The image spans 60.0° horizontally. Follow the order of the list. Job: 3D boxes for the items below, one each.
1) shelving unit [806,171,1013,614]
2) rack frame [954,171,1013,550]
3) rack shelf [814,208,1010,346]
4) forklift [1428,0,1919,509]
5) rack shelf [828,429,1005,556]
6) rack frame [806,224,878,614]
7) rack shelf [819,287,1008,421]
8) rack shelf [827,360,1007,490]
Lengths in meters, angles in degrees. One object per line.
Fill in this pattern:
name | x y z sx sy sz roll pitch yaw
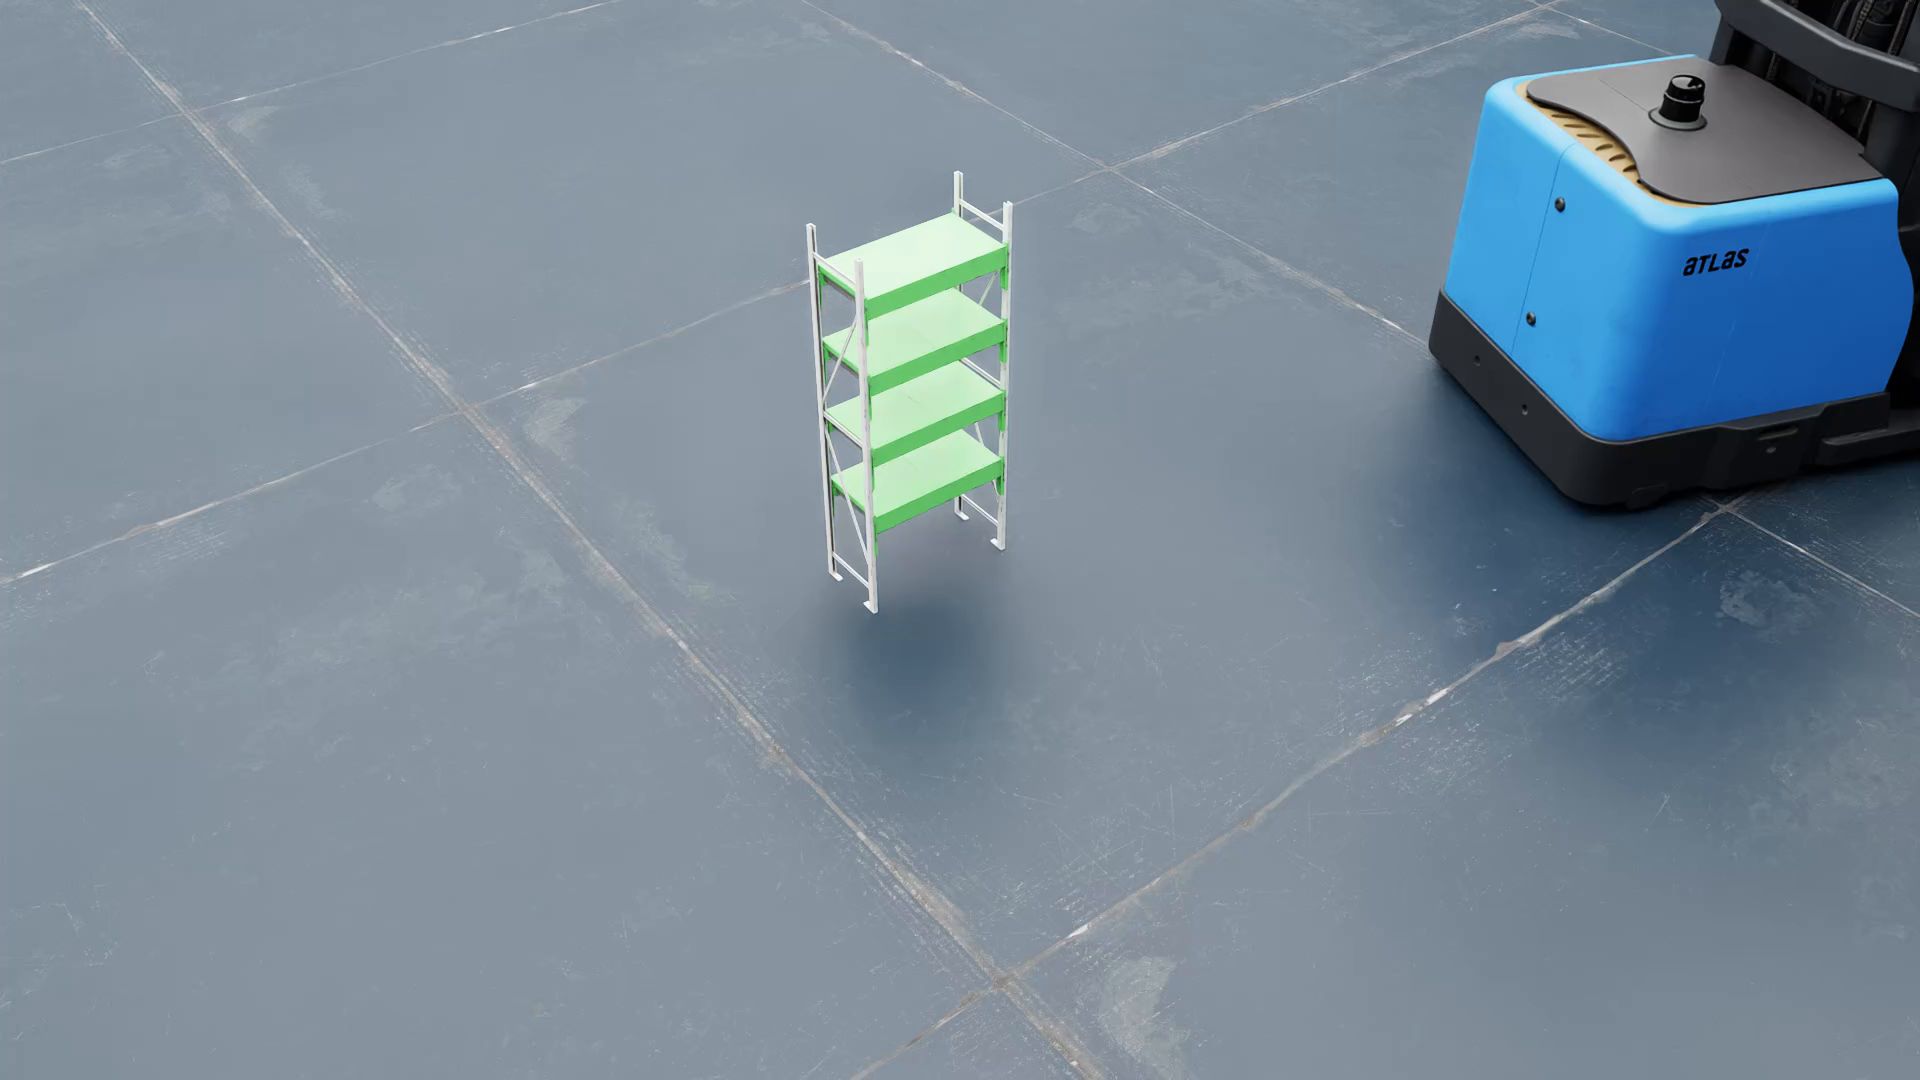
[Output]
shelving unit | -0.131 -0.400 4.791 0.503 1.200 0.258 -26 46 -28
rack frame | 0.062 -0.494 4.906 0.015 1.200 0.240 -26 46 -28
rack shelf | -0.131 -0.722 4.528 0.480 0.148 0.258 -26 46 -28
forklift | 3.258 -1.762 5.087 3.031 2.935 1.130 -11 41 -13
rack shelf | -0.131 -0.165 4.984 0.480 0.148 0.258 -26 46 -28
rack frame | -0.325 -0.306 4.677 0.015 1.200 0.240 -26 46 -28
rack shelf | -0.131 -0.536 4.680 0.480 0.148 0.258 -26 46 -28
rack shelf | -0.131 -0.351 4.832 0.480 0.148 0.258 -26 46 -28
